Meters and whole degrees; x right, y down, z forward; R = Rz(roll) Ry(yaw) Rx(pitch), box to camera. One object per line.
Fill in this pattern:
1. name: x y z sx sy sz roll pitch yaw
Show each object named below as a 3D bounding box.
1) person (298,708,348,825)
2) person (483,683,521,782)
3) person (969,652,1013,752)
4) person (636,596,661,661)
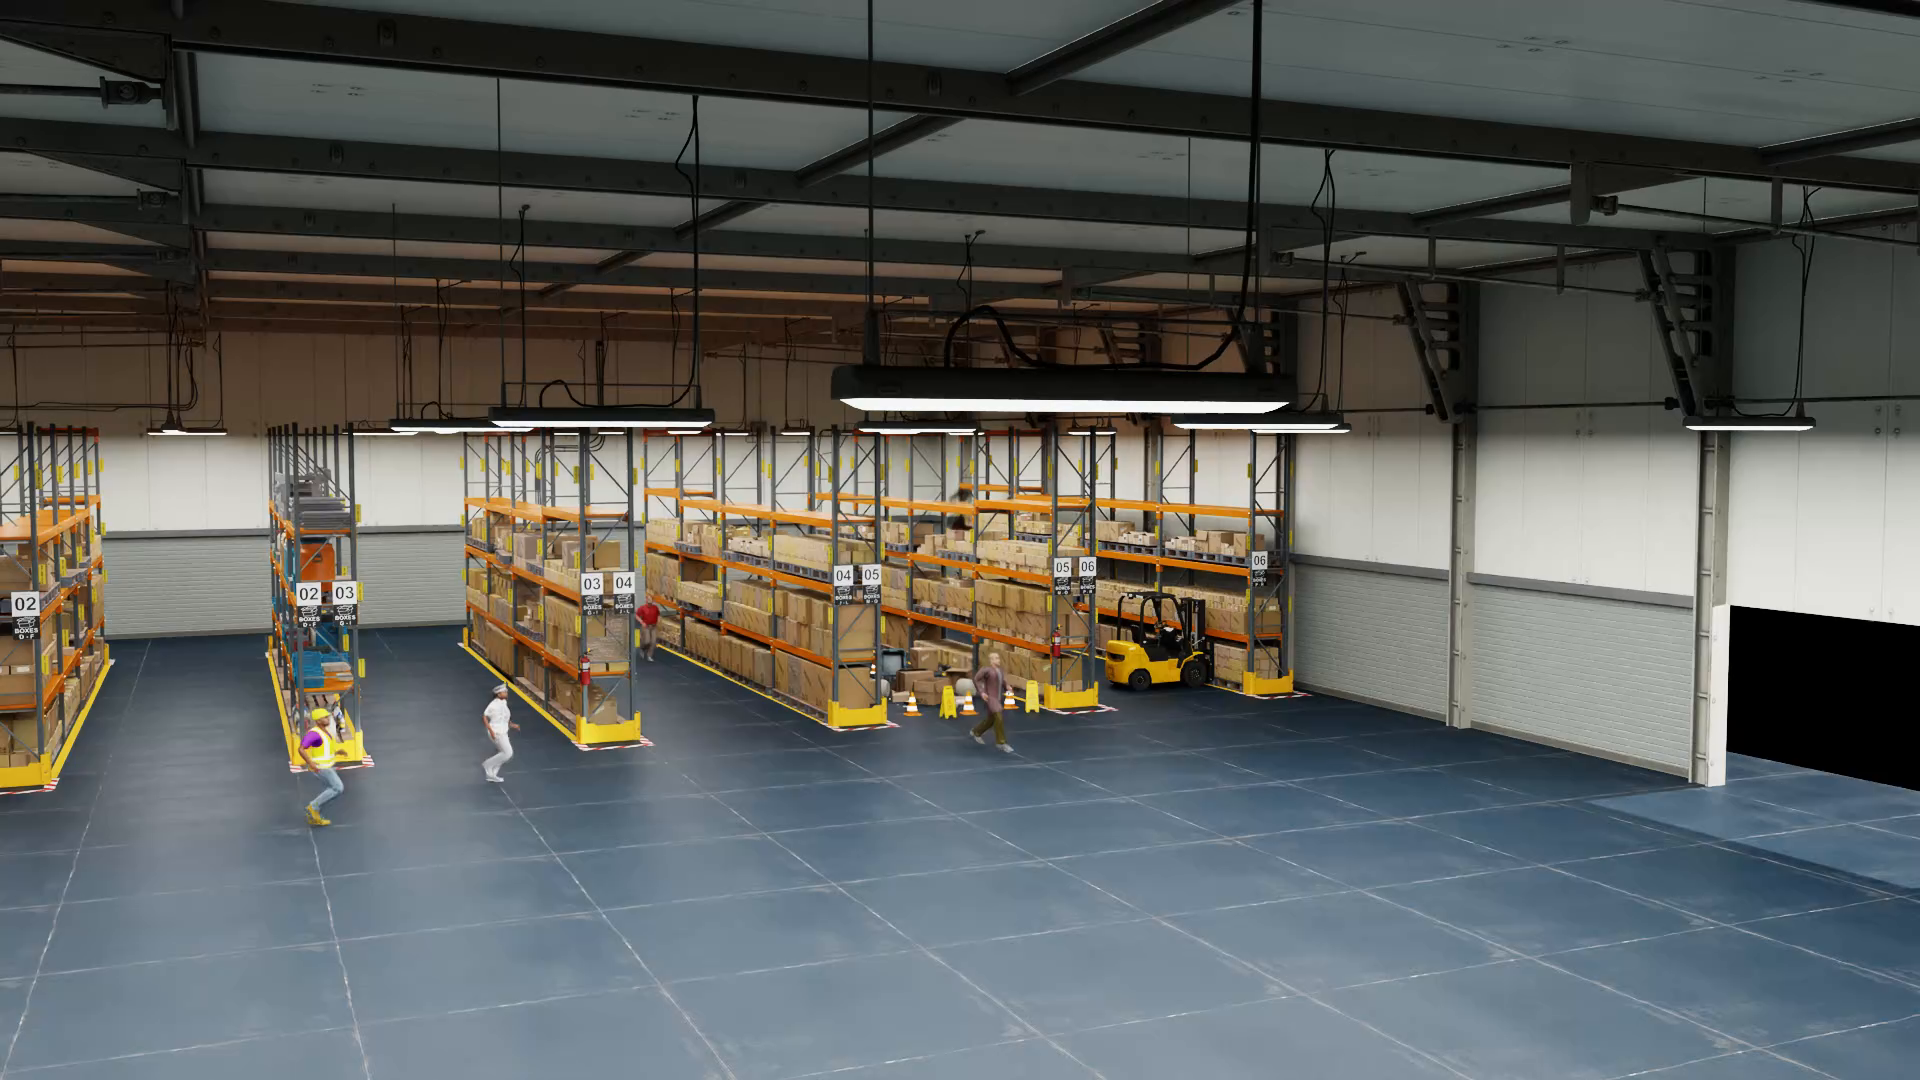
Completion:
1. person: -9.370 3.349 24.578 0.607 1.724 0.692 0 3 -5
2. person: -7.631 3.208 27.699 0.586 1.644 0.559 0 3 5
3. person: 0.605 2.962 30.629 0.941 1.799 0.712 2 4 31
4. person: -7.988 2.268 42.772 0.644 1.680 0.595 -2 4 -33
